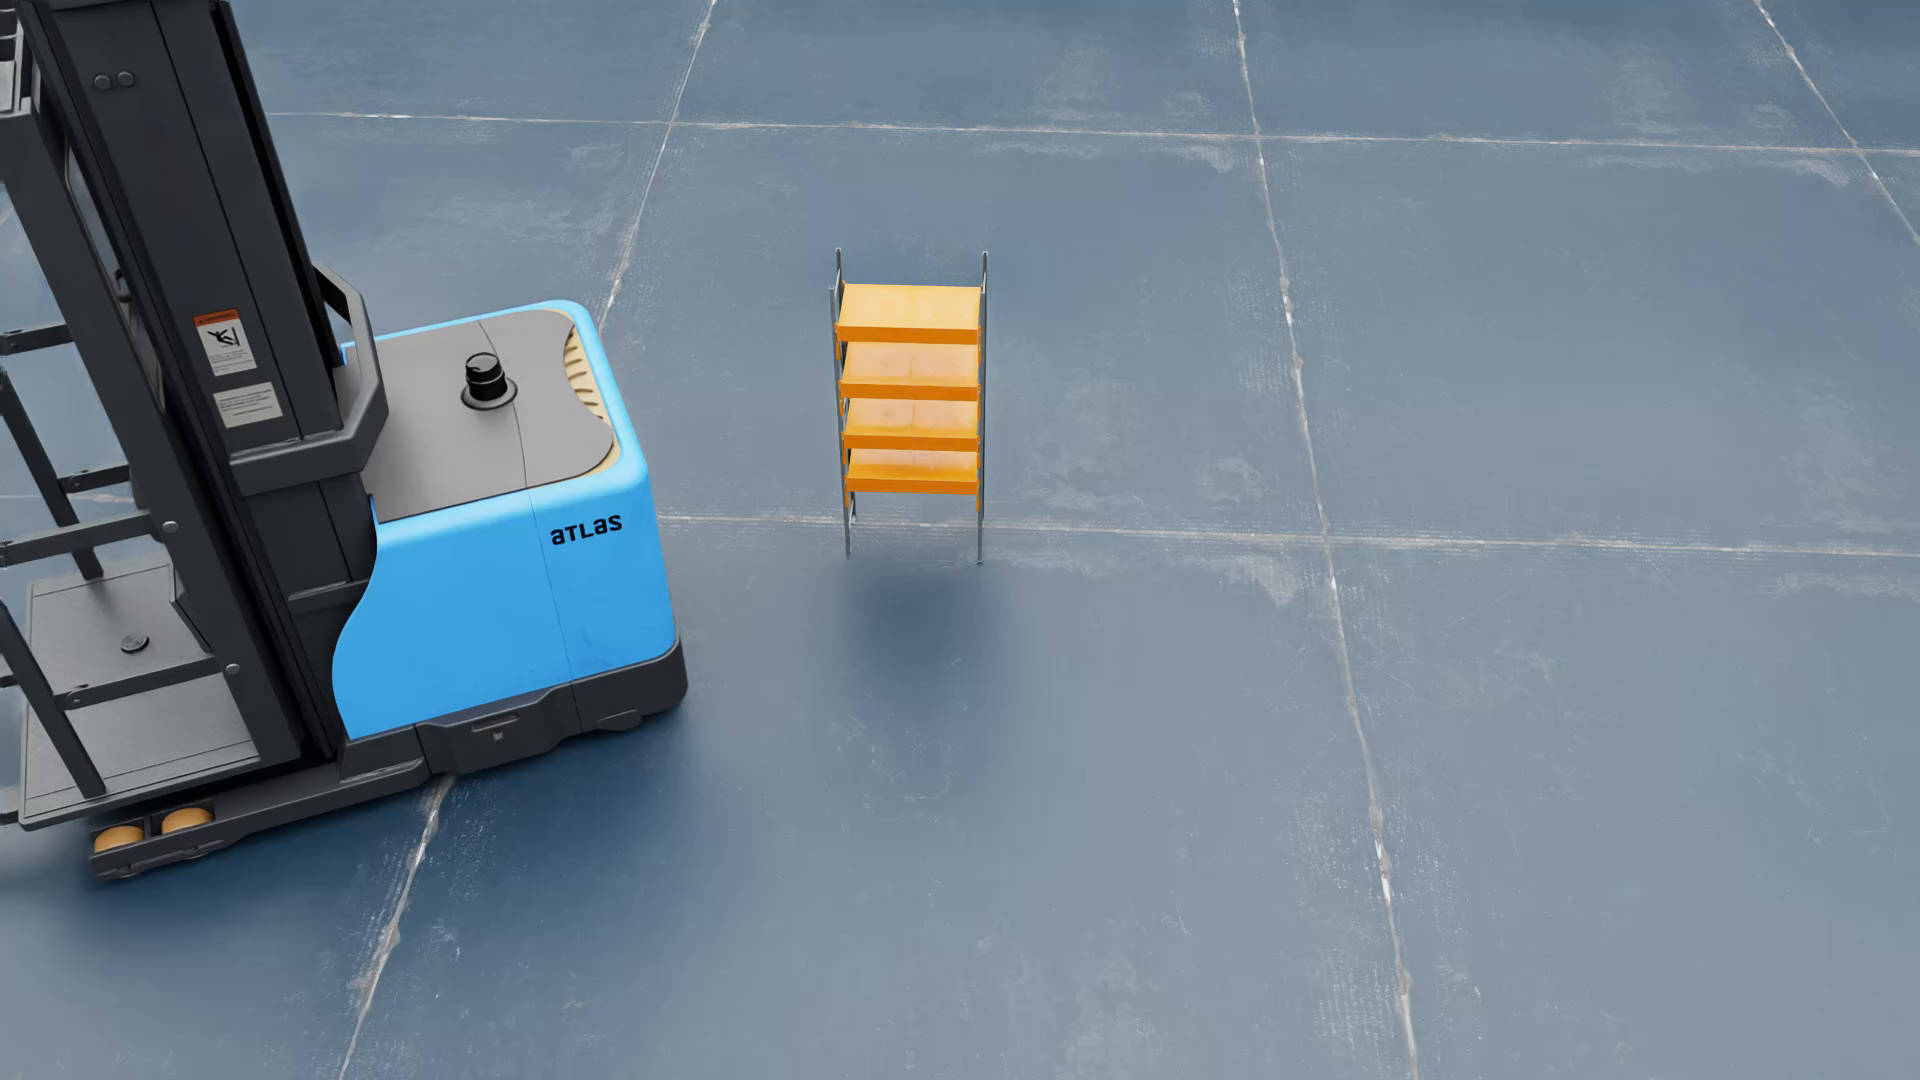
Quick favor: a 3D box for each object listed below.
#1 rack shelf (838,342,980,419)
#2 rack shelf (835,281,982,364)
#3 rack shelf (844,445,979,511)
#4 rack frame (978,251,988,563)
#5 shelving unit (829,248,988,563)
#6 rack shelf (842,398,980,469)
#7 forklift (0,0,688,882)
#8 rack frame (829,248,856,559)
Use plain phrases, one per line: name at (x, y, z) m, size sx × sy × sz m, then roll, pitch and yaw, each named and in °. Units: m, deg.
rack shelf at (-0.165, -0.559, 5.740) m, size 0.480 × 0.148 × 0.258 m, roll 2°, pitch 43°, yaw 2°
rack shelf at (-0.165, -0.732, 5.579) m, size 0.480 × 0.148 × 0.258 m, roll 2°, pitch 43°, yaw 2°
rack shelf at (-0.165, -0.250, 6.028) m, size 0.480 × 0.148 × 0.258 m, roll 2°, pitch 43°, yaw 2°
rack frame at (0.078, -0.437, 5.838) m, size 0.015 × 1.200 × 0.240 m, roll 2°, pitch 43°, yaw 2°
shelving unit at (-0.165, -0.444, 5.846) m, size 0.503 × 1.200 × 0.258 m, roll 2°, pitch 43°, yaw 2°
rack shelf at (-0.165, -0.395, 5.892) m, size 0.480 × 0.148 × 0.258 m, roll 2°, pitch 43°, yaw 2°
forklift at (-2.489, -0.441, 4.573) m, size 3.031 × 2.935 × 1.130 m, roll -15°, pitch 45°, yaw -15°
rack frame at (-0.409, -0.452, 5.855) m, size 0.015 × 1.200 × 0.240 m, roll 2°, pitch 43°, yaw 2°
